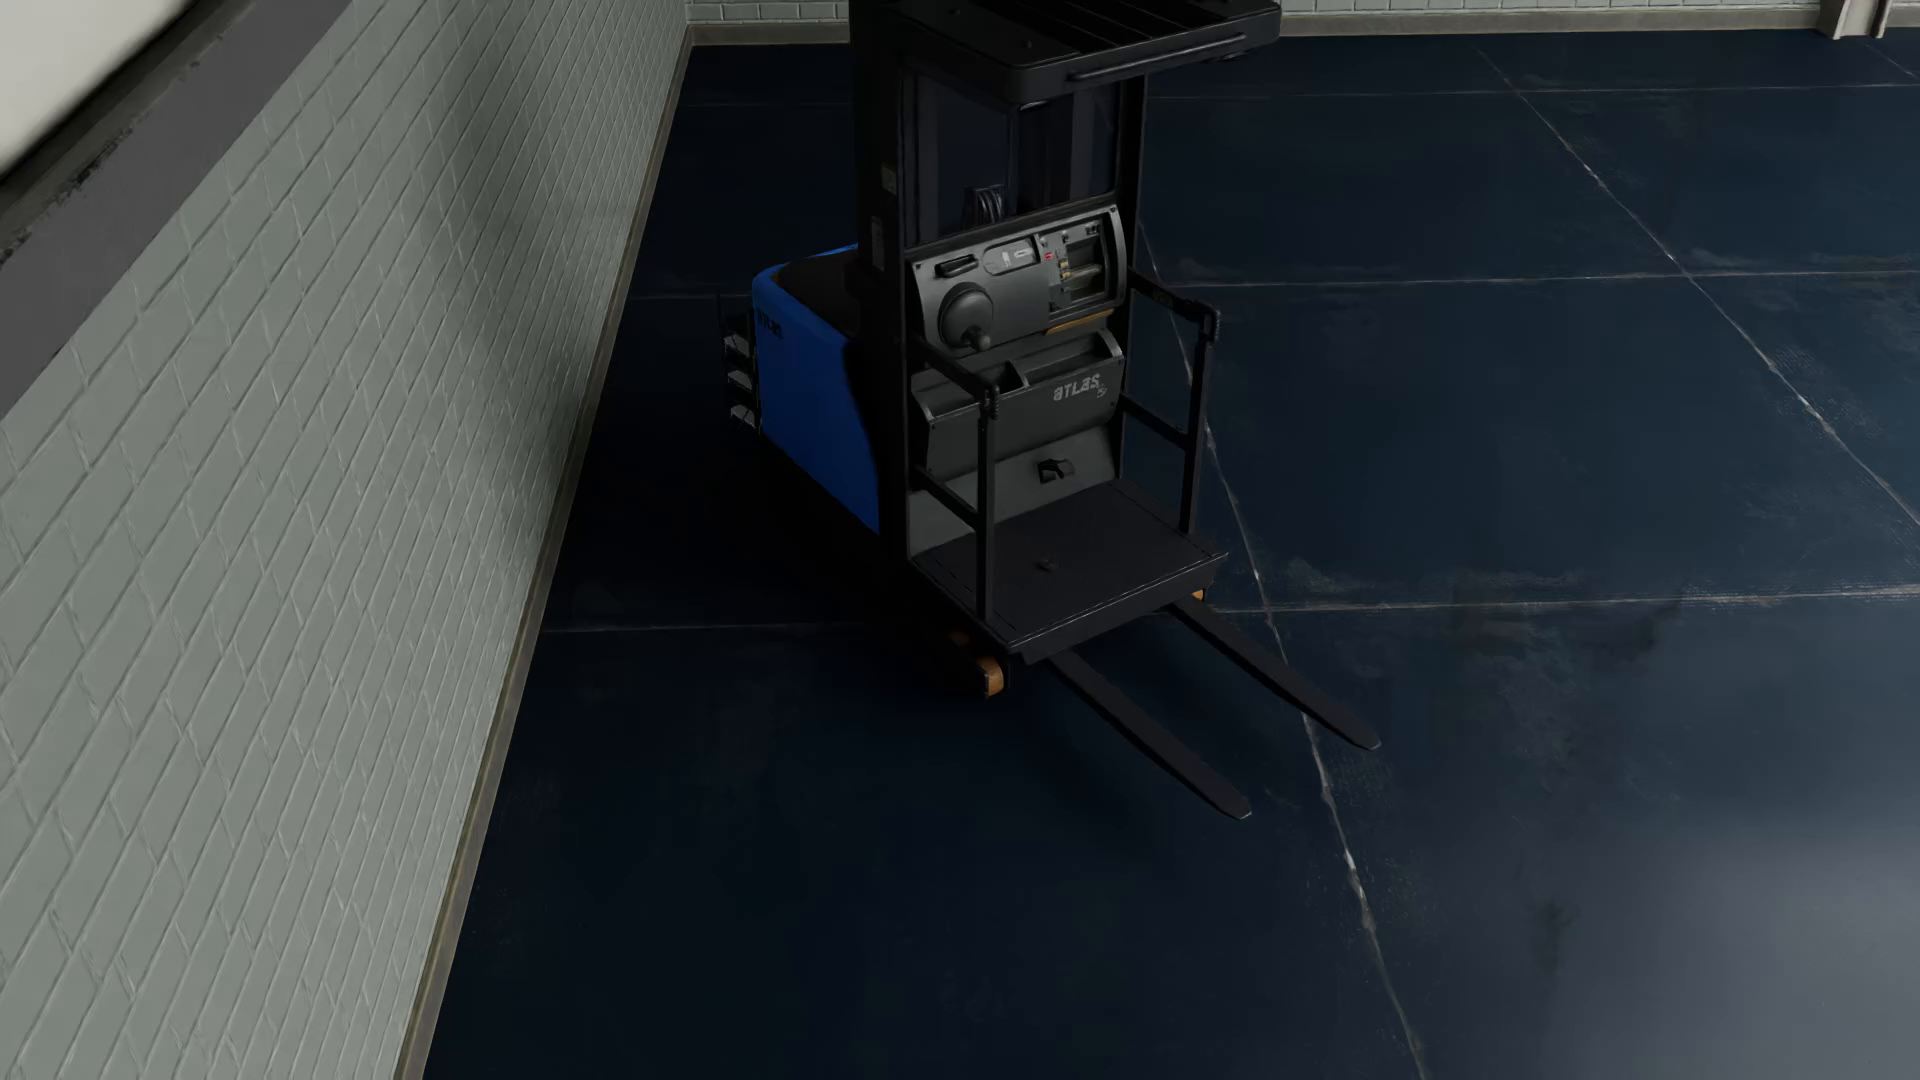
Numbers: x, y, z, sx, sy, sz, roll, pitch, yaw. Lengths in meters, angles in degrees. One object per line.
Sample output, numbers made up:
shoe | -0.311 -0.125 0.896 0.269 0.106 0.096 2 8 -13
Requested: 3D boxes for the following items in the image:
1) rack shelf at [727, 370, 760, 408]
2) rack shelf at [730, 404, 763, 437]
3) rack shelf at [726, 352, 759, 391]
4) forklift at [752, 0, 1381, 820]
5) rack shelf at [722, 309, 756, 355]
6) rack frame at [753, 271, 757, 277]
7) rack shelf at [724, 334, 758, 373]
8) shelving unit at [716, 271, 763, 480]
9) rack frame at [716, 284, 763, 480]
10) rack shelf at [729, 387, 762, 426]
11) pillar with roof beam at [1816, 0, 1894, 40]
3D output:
rack shelf | -0.913 -0.710 7.543 0.200 0.077 0.258 -27 43 -33
rack shelf | -0.913 -0.562 7.646 0.200 0.077 0.258 -27 43 -33
rack shelf | -0.913 -0.784 7.492 0.200 0.077 0.258 -27 43 -33
forklift | 0.350 -0.912 5.993 1.130 2.935 3.031 -21 40 -28
rack shelf | -0.913 -0.932 7.389 0.200 0.077 0.258 -27 43 -33
rack frame | -0.838 -0.776 7.580 0.006 0.900 0.240 -27 43 -33
rack shelf | -0.913 -0.858 7.441 0.200 0.077 0.258 -27 43 -33
shelving unit | -0.913 -0.737 7.524 0.210 0.900 0.258 -27 43 -33
rack frame | -0.989 -0.698 7.468 0.006 0.900 0.240 -27 43 -33
rack shelf | -0.913 -0.636 7.594 0.200 0.077 0.258 -27 43 -33
pillar with roof beam | 7.125 -5.208 6.867 0.400 9.000 9.100 -2 35 -2
